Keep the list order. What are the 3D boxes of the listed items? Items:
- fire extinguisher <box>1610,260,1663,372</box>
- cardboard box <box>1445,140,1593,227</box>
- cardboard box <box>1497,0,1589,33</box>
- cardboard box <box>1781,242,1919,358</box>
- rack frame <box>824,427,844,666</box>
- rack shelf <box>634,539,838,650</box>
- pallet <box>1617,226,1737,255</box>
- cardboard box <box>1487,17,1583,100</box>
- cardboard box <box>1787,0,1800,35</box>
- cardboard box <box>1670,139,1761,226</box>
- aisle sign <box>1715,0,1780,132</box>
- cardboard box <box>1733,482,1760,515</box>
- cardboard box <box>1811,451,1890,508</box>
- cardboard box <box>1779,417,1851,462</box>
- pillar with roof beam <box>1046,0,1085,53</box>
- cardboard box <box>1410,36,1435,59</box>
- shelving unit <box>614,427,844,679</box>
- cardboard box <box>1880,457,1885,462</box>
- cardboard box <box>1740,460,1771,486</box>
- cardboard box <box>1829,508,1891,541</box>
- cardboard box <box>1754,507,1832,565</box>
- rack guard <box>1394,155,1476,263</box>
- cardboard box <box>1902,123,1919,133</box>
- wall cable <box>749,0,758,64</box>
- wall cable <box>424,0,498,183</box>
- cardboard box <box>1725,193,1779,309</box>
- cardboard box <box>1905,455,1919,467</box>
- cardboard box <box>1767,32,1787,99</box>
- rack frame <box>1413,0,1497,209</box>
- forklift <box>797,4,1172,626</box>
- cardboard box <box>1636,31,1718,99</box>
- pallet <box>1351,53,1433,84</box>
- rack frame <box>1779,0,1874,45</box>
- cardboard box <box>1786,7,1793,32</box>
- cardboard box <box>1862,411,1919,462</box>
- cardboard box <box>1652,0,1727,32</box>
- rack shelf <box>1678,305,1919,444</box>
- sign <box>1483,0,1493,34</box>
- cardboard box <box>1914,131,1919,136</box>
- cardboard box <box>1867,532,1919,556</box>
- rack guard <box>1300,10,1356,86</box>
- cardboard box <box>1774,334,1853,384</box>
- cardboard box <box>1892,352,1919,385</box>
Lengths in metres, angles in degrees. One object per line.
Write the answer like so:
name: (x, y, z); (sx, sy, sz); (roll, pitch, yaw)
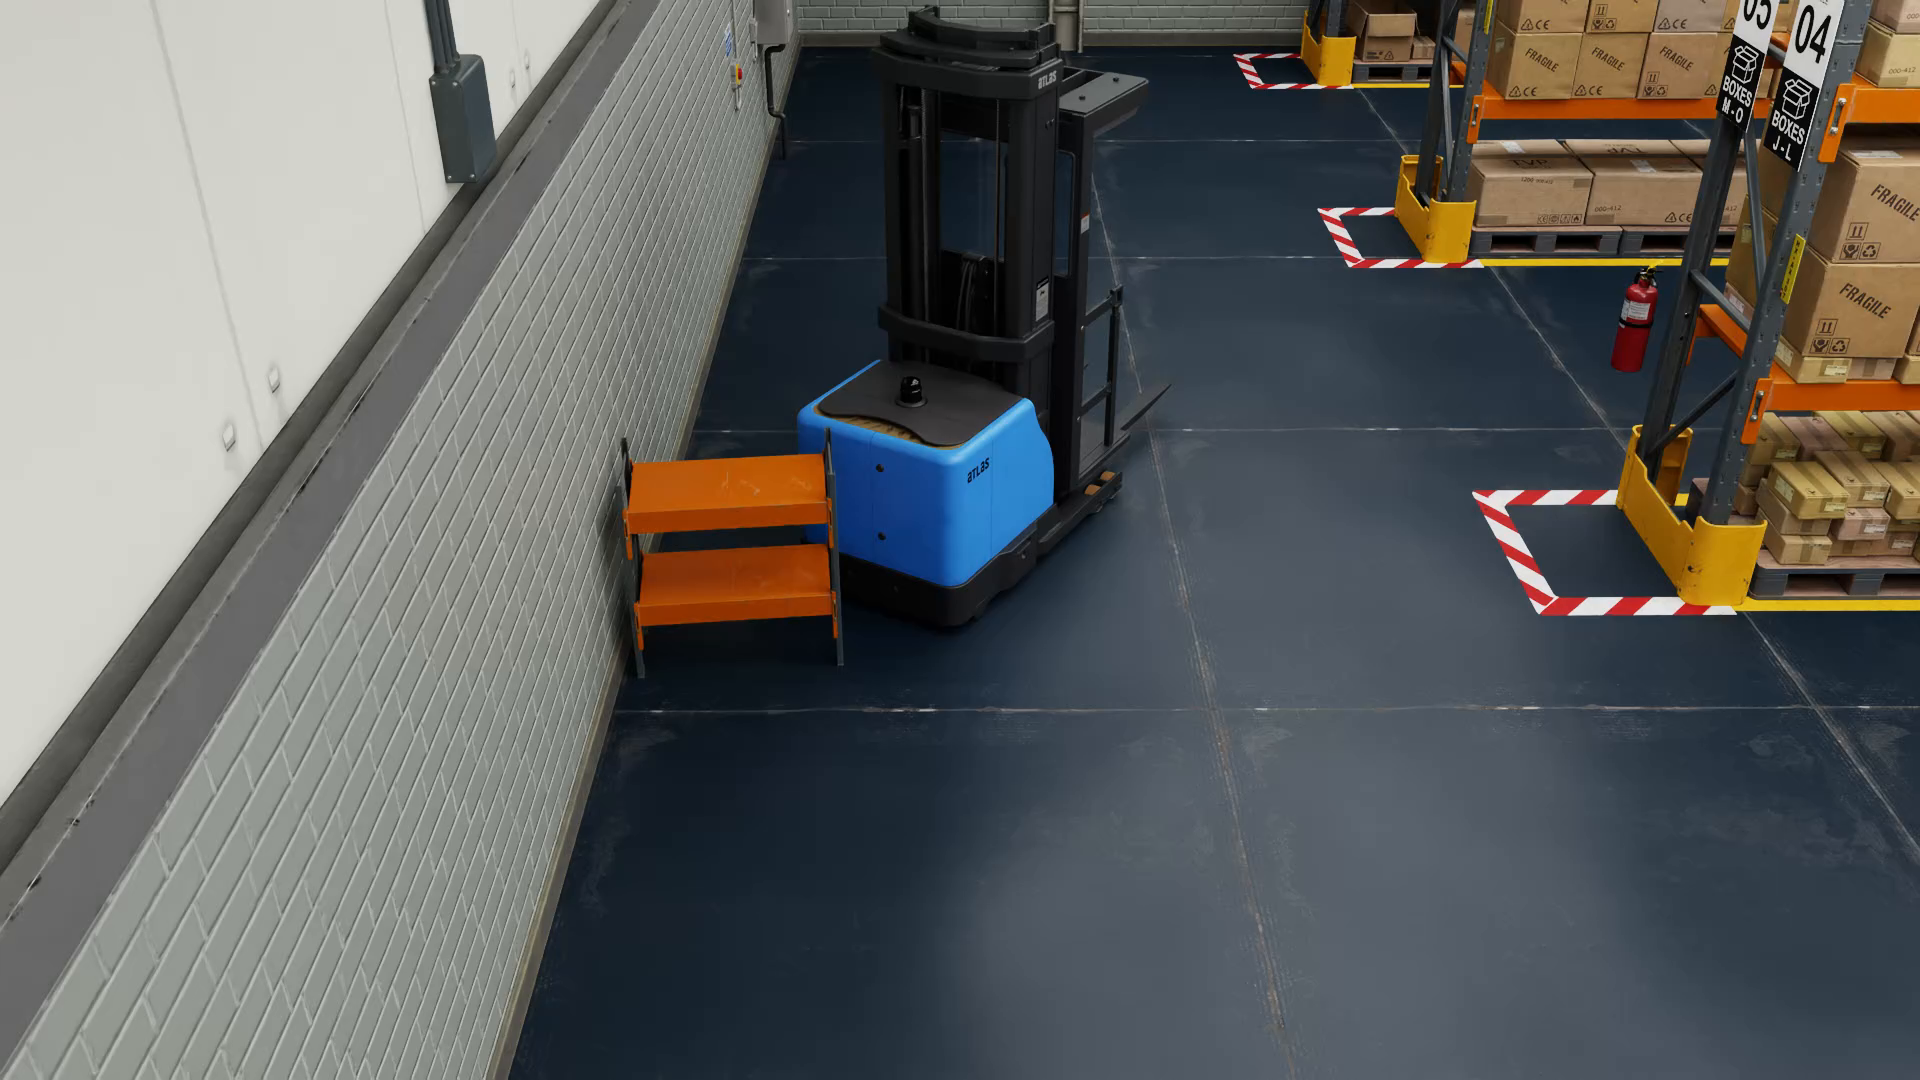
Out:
fire extinguisher: (3.786, -1.274, 9.282); (0.183, 0.674, 0.296); (0, 31, 0)
cardboard box: (4.569, -2.934, 13.648); (0.875, 0.438, 0.875); (-1, 31, -2)
cardboard box: (4.391, -4.120, 12.477); (0.500, 0.500, 0.500); (-1, 31, -1)
cardboard box: (4.491, -1.256, 8.435); (0.500, 0.500, 0.500); (1, 31, 2)
rack frame: (-0.643, 0.038, 8.492); (0.032, 1.125, 0.500); (-3, 31, -5)
rack shelf: (-1.149, 0.276, 8.572); (1.000, 0.278, 0.538); (-3, 31, -5)
pallet: (5.926, -2.649, 13.802); (1.213, 0.211, 1.003); (0, 31, 0)
cardboard box: (4.391, -3.691, 12.734); (0.500, 0.500, 0.500); (0, 31, -1)
cardboard box: (4.494, -2.585, 8.261); (0.500, 0.250, 0.500); (-1, 31, -1)
cardboard box: (6.386, -2.943, 13.663); (0.875, 0.438, 0.875); (-1, 31, -2)
aisle sign: (3.966, -2.495, 8.354); (0.004, 0.787, 0.394); (0, 31, 0)
cardboard box: (4.566, -0.299, 9.584); (0.250, 0.149, 0.380); (0, 31, 1)
cardboard box: (4.842, -0.332, 9.065); (0.250, 0.149, 0.380); (0, 31, 1)
cardboard box: (4.820, -0.548, 9.420); (0.250, 0.149, 0.380); (0, 31, 1)
pillar with roof beam: (1.200, -7.161, 12.767); (0.400, 9.000, 9.100); (0, 31, 0)
cardboard box: (4.913, -5.265, 17.769); (0.250, 0.149, 0.380); (-1, 31, -2)
shelving unit: (-1.149, 0.067, 8.445); (1.048, 1.125, 0.538); (-3, 31, -5)
cardboard box: (5.356, -0.416, 9.490); (0.250, 0.149, 0.380); (-1, 31, -1)
cardboard box: (4.567, -0.466, 9.572); (0.250, 0.149, 0.380); (-1, 31, -2)
cardboard box: (4.840, -0.156, 9.062); (0.250, 0.149, 0.380); (0, 31, -1)
cardboard box: (4.566, -0.025, 9.132); (0.250, 0.149, 0.380); (0, 31, 1)
rack guard: (3.886, -2.727, 13.652); (0.348, 0.500, 1.175); (0, 31, 0)
cardboard box: (5.003, -1.958, 8.627); (0.500, 0.500, 0.500); (-1, 31, -2)
wall cable: (-1.749, -4.936, 13.903); (0.122, 1.984, 0.588); (0, 31, 0)
wall cable: (-1.706, -4.366, 5.058); (0.120, 5.999, 2.277); (0, 31, 0)
cardboard box: (4.488, -1.533, 8.891); (0.500, 0.500, 0.500); (0, 31, 1)
cardboard box: (5.342, -0.310, 9.029); (0.250, 0.149, 0.380); (-2, 31, -3)
cardboard box: (6.430, -3.703, 12.755); (0.500, 0.500, 0.500); (-1, 31, -1)
rack frame: (3.910, -3.796, 13.003); (0.127, 3.000, 1.000); (0, 31, 0)
forklift: (0.323, -1.529, 9.334); (1.130, 2.935, 3.031); (17, 35, 26)
cardboard box: (5.406, -3.699, 12.748); (0.500, 0.500, 0.500); (0, 31, -1)
pallet: (4.749, -5.181, 17.976); (1.213, 0.211, 1.003); (0, 31, 0)
rack frame: (4.041, -3.793, 7.216); (0.127, 3.000, 1.000); (0, 31, 0)
cardboard box: (6.423, -4.130, 12.494); (0.500, 0.500, 0.500); (0, 31, 0)
cardboard box: (5.338, -0.582, 9.477); (0.250, 0.149, 0.380); (-1, 31, -2)
cardboard box: (5.423, -4.131, 12.495); (0.500, 0.500, 0.500); (0, 31, -1)
rack shelf: (6.041, -0.927, 8.969); (4.000, 0.370, 1.077); (0, 31, 0)
sign: (3.907, -3.912, 12.284); (0.005, 0.325, 0.100); (0, 31, 0)
cardboard box: (4.996, -1.694, 8.193); (0.500, 0.500, 0.500); (1, 31, 1)
cardboard box: (5.076, -0.072, 9.210); (0.250, 0.149, 0.380); (0, 31, 0)
rack guard: (3.952, -5.302, 17.896); (0.348, 0.500, 1.175); (0, 31, 0)
cardboard box: (4.366, -0.952, 8.559); (0.250, 0.149, 0.380); (0, 31, -1)
cardboard box: (4.890, -0.947, 8.551); (0.250, 0.149, 0.380); (-1, 31, -2)
